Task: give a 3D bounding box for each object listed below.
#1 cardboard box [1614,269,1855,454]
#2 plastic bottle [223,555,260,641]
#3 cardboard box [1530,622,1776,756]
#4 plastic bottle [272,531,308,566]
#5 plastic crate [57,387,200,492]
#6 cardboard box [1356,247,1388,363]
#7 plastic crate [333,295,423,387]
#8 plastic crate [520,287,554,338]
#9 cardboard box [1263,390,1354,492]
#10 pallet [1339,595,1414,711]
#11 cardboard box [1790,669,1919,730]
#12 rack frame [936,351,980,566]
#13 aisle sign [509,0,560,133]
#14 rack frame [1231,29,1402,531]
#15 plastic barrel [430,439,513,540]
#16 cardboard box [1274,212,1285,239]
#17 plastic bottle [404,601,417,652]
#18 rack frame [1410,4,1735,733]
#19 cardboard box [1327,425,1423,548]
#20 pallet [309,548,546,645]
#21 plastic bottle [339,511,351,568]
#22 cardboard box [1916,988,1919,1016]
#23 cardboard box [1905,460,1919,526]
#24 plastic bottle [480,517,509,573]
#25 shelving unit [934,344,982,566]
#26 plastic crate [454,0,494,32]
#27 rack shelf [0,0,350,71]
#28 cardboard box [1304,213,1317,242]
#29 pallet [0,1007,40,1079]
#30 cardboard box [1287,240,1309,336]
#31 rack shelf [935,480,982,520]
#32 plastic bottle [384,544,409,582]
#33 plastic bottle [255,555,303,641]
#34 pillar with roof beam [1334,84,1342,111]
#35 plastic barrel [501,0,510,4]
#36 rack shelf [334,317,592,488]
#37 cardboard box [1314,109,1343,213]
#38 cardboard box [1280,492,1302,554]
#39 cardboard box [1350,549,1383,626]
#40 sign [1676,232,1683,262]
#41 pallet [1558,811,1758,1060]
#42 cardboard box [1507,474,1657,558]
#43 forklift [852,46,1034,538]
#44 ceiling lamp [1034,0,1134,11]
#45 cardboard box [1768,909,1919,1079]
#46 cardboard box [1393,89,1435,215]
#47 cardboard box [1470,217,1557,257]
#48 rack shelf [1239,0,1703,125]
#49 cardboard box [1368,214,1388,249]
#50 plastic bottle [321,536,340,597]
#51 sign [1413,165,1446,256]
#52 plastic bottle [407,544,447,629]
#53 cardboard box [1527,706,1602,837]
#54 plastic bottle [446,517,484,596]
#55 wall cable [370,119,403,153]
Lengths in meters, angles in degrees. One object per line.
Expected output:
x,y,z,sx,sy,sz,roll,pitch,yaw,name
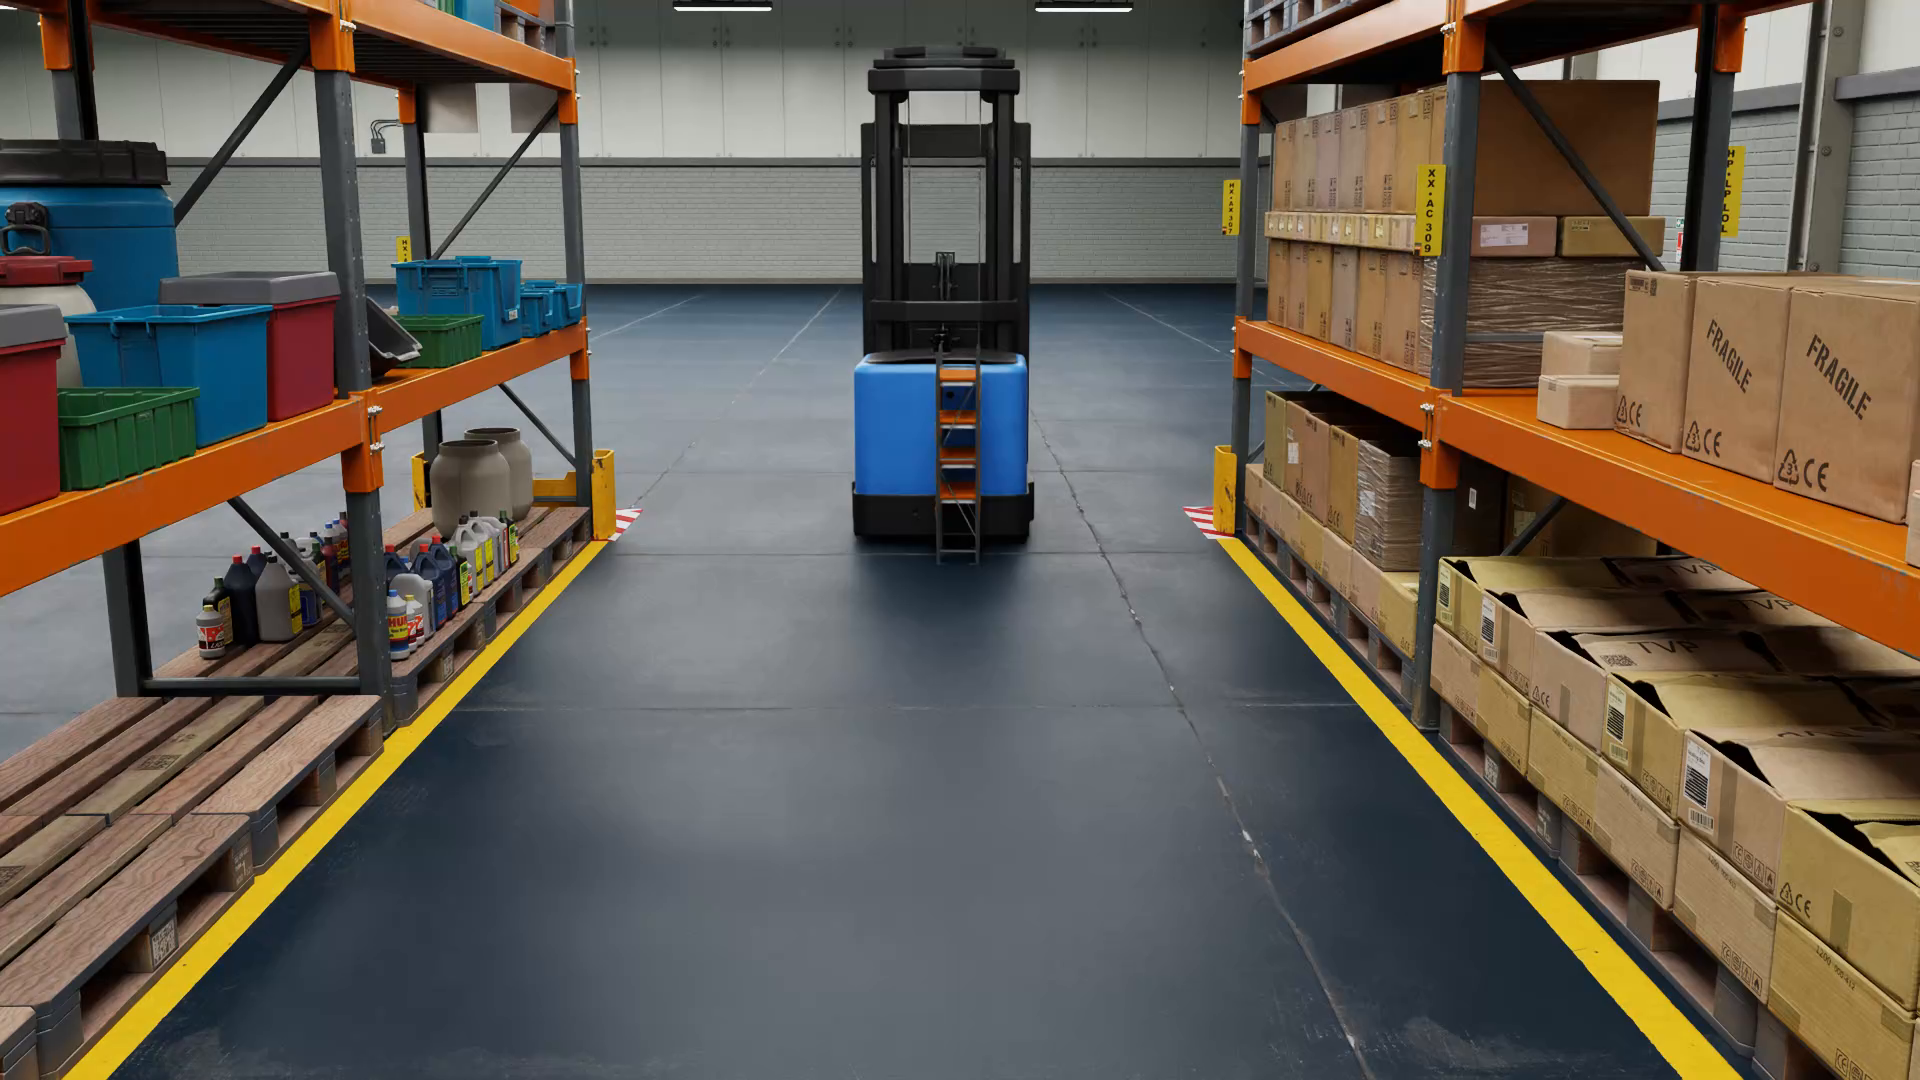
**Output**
2.279,-0.534,4.896,0.500,0.500,0.500,1,11,3,cardboard box
-2.985,0.233,6.923,0.144,0.351,0.185,-1,11,-3,plastic bottle
2.045,0.410,4.943,0.500,0.311,0.500,-1,11,-3,cardboard box
-2.996,0.130,7.428,0.144,0.351,0.185,0,11,-2,plastic bottle
-2.365,-0.274,4.399,0.450,0.188,0.662,0,11,-1,plastic crate
2.229,-1.084,7.608,0.700,0.500,0.500,0,11,0,cardboard box
-2.567,-0.797,6.600,0.767,0.338,0.504,0,11,-1,plastic crate
-2.449,-1.218,8.892,0.499,0.251,0.408,0,11,-1,plastic crate
1.987,-0.557,9.232,0.500,0.500,0.500,0,11,-1,cardboard box
2.294,0.466,7.232,1.003,0.211,1.213,0,11,-1,pallet
2.595,0.506,4.469,0.500,0.311,0.500,0,11,-2,cardboard box
-0.013,-0.445,9.234,0.240,1.200,0.015,0,11,1,rack frame
-2.471,-2.808,9.816,0.394,0.787,0.004,0,11,-1,aisle sign
2.186,-1.538,10.094,1.000,3.000,0.127,0,11,-1,rack frame
-2.666,-0.275,9.069,0.421,0.512,0.421,0,11,0,plastic barrel
1.987,-1.773,9.372,0.380,0.149,0.250,-1,11,-3,cardboard box
-2.254,0.347,6.733,0.097,0.201,0.097,0,11,0,plastic bottle
2.269,-0.743,6.175,1.000,3.000,0.127,0,11,-1,rack frame
2.028,-0.258,7.762,0.500,0.500,0.500,0,11,-1,cardboard box
-2.684,0.267,8.213,1.003,0.211,1.213,0,11,-1,pallet
-3.054,0.004,8.219,0.061,0.283,0.133,0,11,0,plastic bottle
2.094,0.816,2.940,0.500,0.311,0.500,0,11,0,cardboard box
2.269,-0.078,3.529,0.380,0.149,0.250,1,11,3,cardboard box
-2.312,0.015,8.187,0.152,0.276,0.135,0,11,-1,plastic bottle
-0.008,-0.493,9.473,0.258,1.200,0.503,0,11,1,shelving unit
-2.426,-2.602,7.839,0.392,0.384,0.575,0,11,-1,plastic crate
-2.642,-1.443,3.892,1.077,0.370,4.000,0,11,-1,rack shelf
2.002,-1.621,8.620,0.380,0.149,0.250,-1,11,-3,cardboard box
-2.578,1.285,3.196,1.003,0.211,1.213,0,11,-1,pallet
2.199,-1.389,9.112,0.700,0.500,0.500,0,11,0,cardboard box
-0.008,-0.233,9.526,0.258,0.148,0.480,0,11,1,rack shelf
-2.430,0.198,7.094,0.144,0.351,0.185,0,11,-1,plastic bottle
-2.841,0.232,6.926,0.144,0.351,0.185,0,11,-1,plastic bottle
3.218,-9.116,32.362,9.100,9.000,0.400,0,11,-1,pillar with roof beam
-2.616,-3.060,8.525,0.600,0.588,0.600,0,11,0,plastic barrel
-2.725,-0.768,8.110,1.077,0.370,4.000,0,11,-1,rack shelf
2.212,-1.914,8.437,0.700,0.500,0.500,0,11,-1,cardboard box
1.999,-0.090,8.816,0.500,0.250,0.500,0,11,-1,cardboard box
2.040,0.208,7.347,0.500,0.250,0.500,0,11,-1,cardboard box
7.973,-3.235,18.371,0.001,0.329,0.234,0,11,-1,sign
2.351,1.013,4.533,1.003,0.211,1.213,0,11,-1,pallet
2.572,-0.062,6.793,0.500,0.500,0.500,0,11,-1,cardboard box
-1.133,-1.632,8.800,3.137,3.703,7.490,0,11,1,forklift
2.518,-12.399,33.861,2.000,3.185,0.800,0,11,-1,ceiling lamp
2.082,0.988,3.503,0.500,0.250,0.500,0,11,-2,cardboard box
2.242,-1.616,6.966,0.700,0.500,0.500,0,11,-1,cardboard box
2.049,-1.163,6.363,0.380,0.149,0.250,0,11,-1,cardboard box
2.227,-2.258,7.908,1.077,0.370,4.000,0,11,-1,rack shelf
2.030,-1.365,7.360,0.380,0.149,0.250,0,11,-1,cardboard box
-2.889,0.131,7.596,0.061,0.283,0.133,0,11,-1,plastic bottle
1.714,-1.203,6.068,0.100,0.325,0.005,0,11,-1,sign
-2.285,0.197,7.097,0.144,0.351,0.185,0,11,0,plastic bottle
2.052,0.685,4.998,0.500,0.250,0.500,-1,11,-3,cardboard box
-2.298,0.075,7.699,0.144,0.351,0.185,0,11,-2,plastic bottle
-13.342,-12.491,40.442,2.305,6.003,0.169,0,11,-1,wall cable
